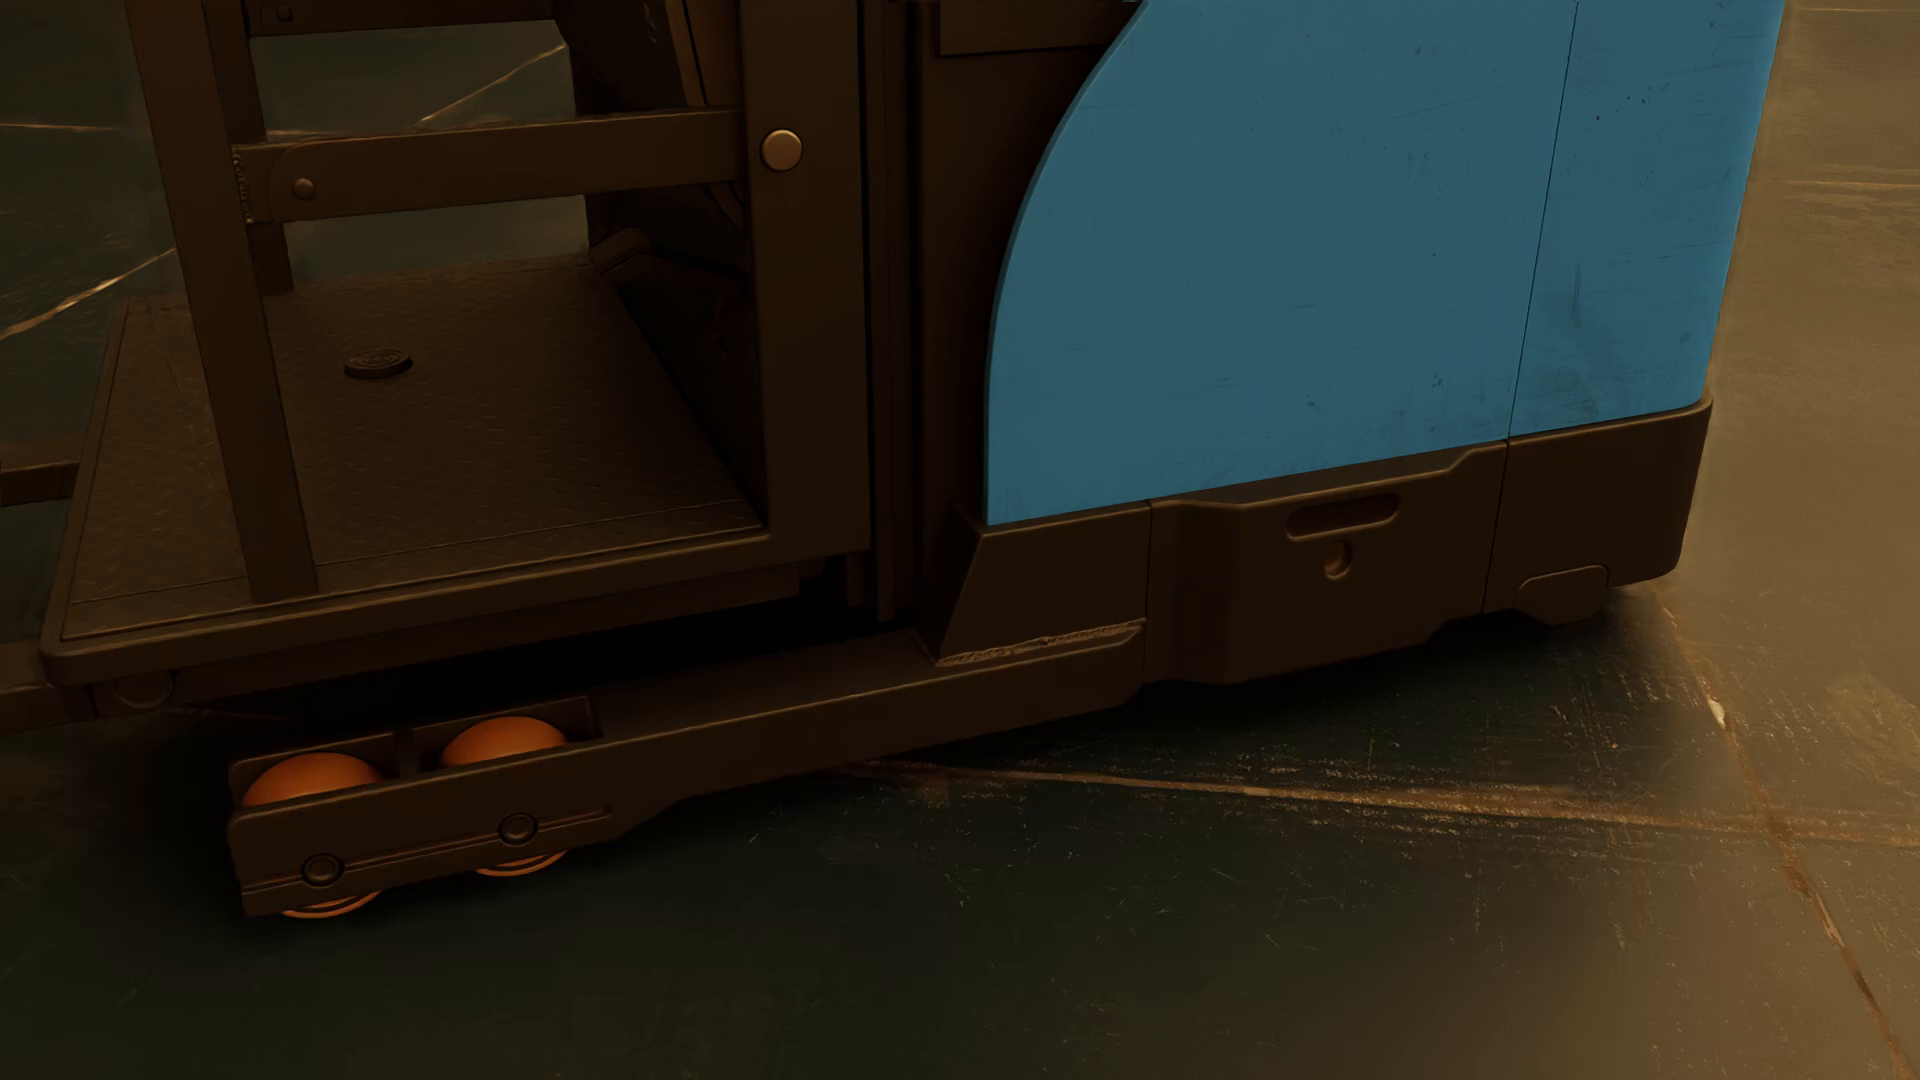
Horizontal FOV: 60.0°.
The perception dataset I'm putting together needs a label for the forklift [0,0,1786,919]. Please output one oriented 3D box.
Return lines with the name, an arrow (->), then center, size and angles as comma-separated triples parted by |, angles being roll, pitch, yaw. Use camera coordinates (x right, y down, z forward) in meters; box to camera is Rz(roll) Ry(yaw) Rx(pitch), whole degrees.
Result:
forklift -> -0.576, -1.188, 1.599 | 3.031, 2.935, 1.130 | -10, 28, -19
